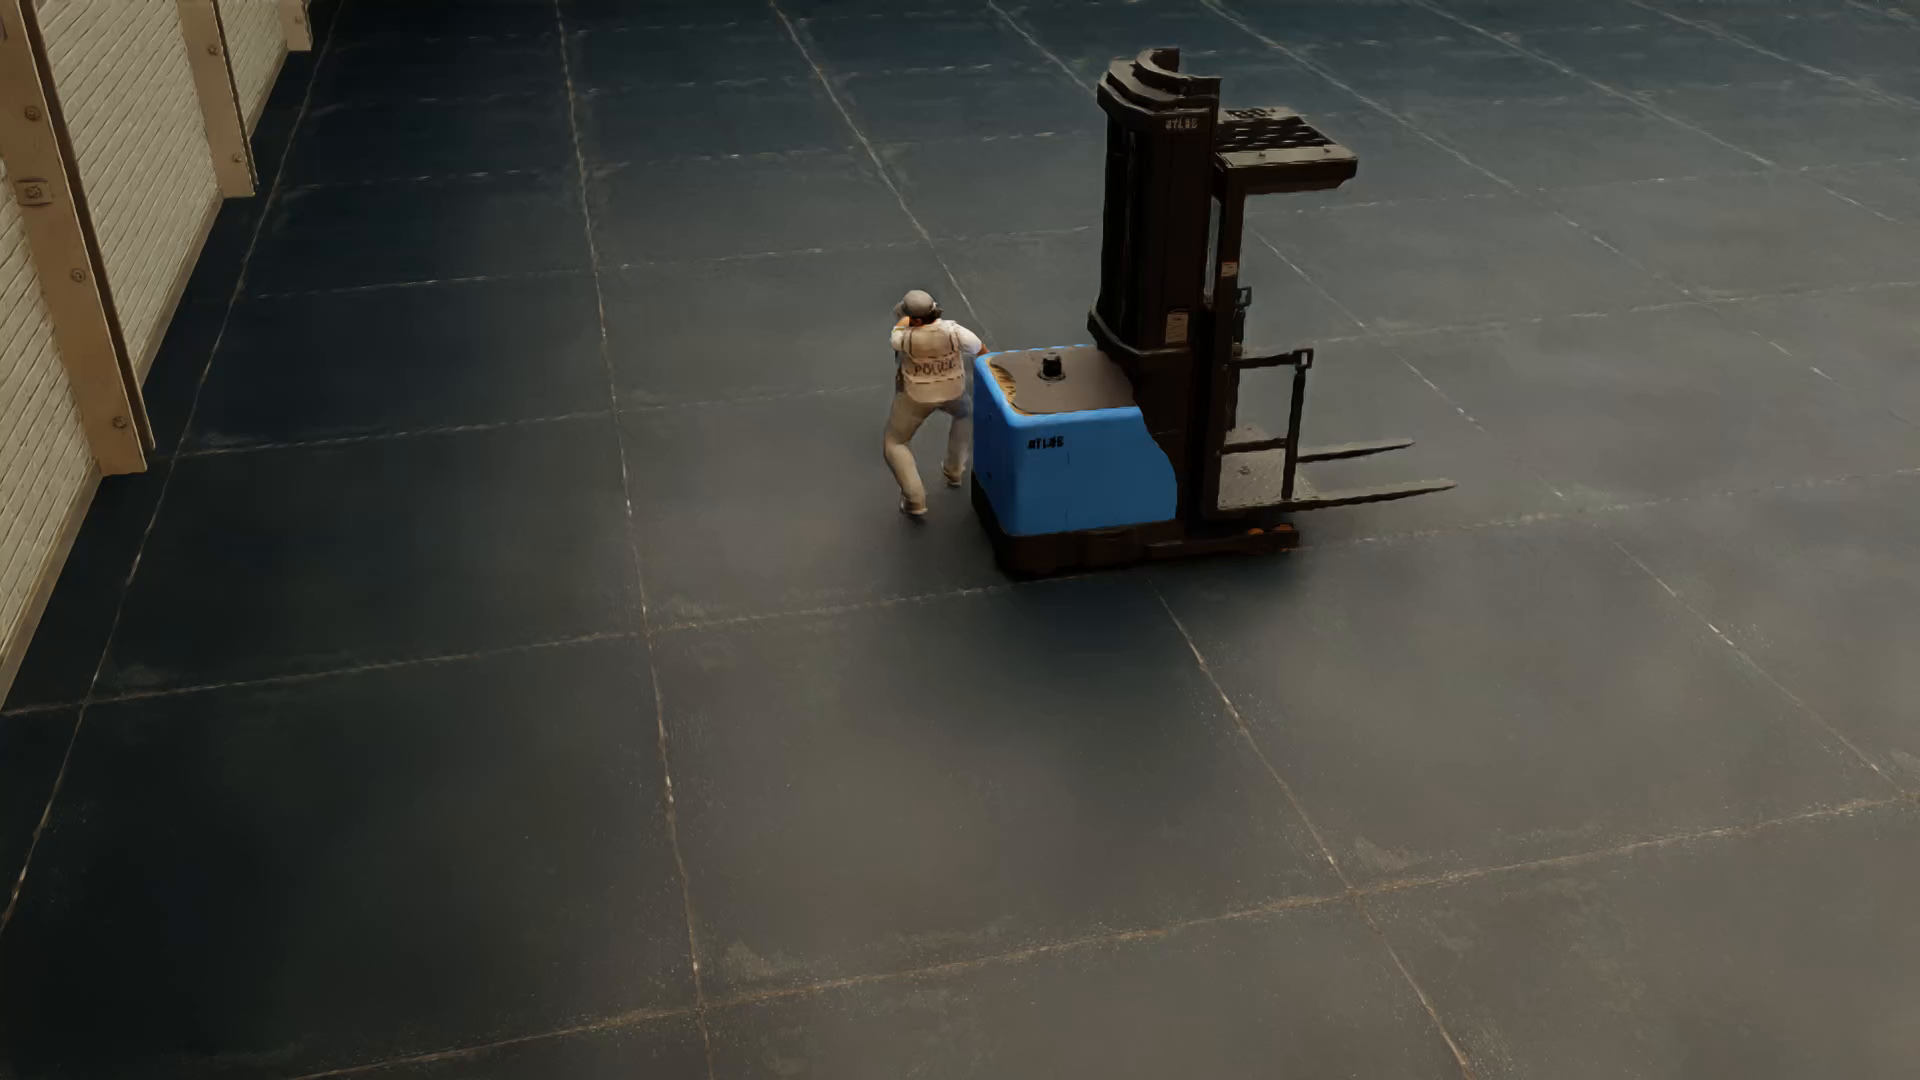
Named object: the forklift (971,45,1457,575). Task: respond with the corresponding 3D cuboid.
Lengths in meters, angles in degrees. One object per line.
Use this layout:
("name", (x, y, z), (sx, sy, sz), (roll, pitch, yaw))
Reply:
("forklift", (1.642, -1.427, 10.039), (3.031, 2.935, 1.130), (-6, 31, -11))

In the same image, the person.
("person", (-0.117, -0.985, 10.681), (0.819, 1.475, 0.805), (-13, 32, -21))
